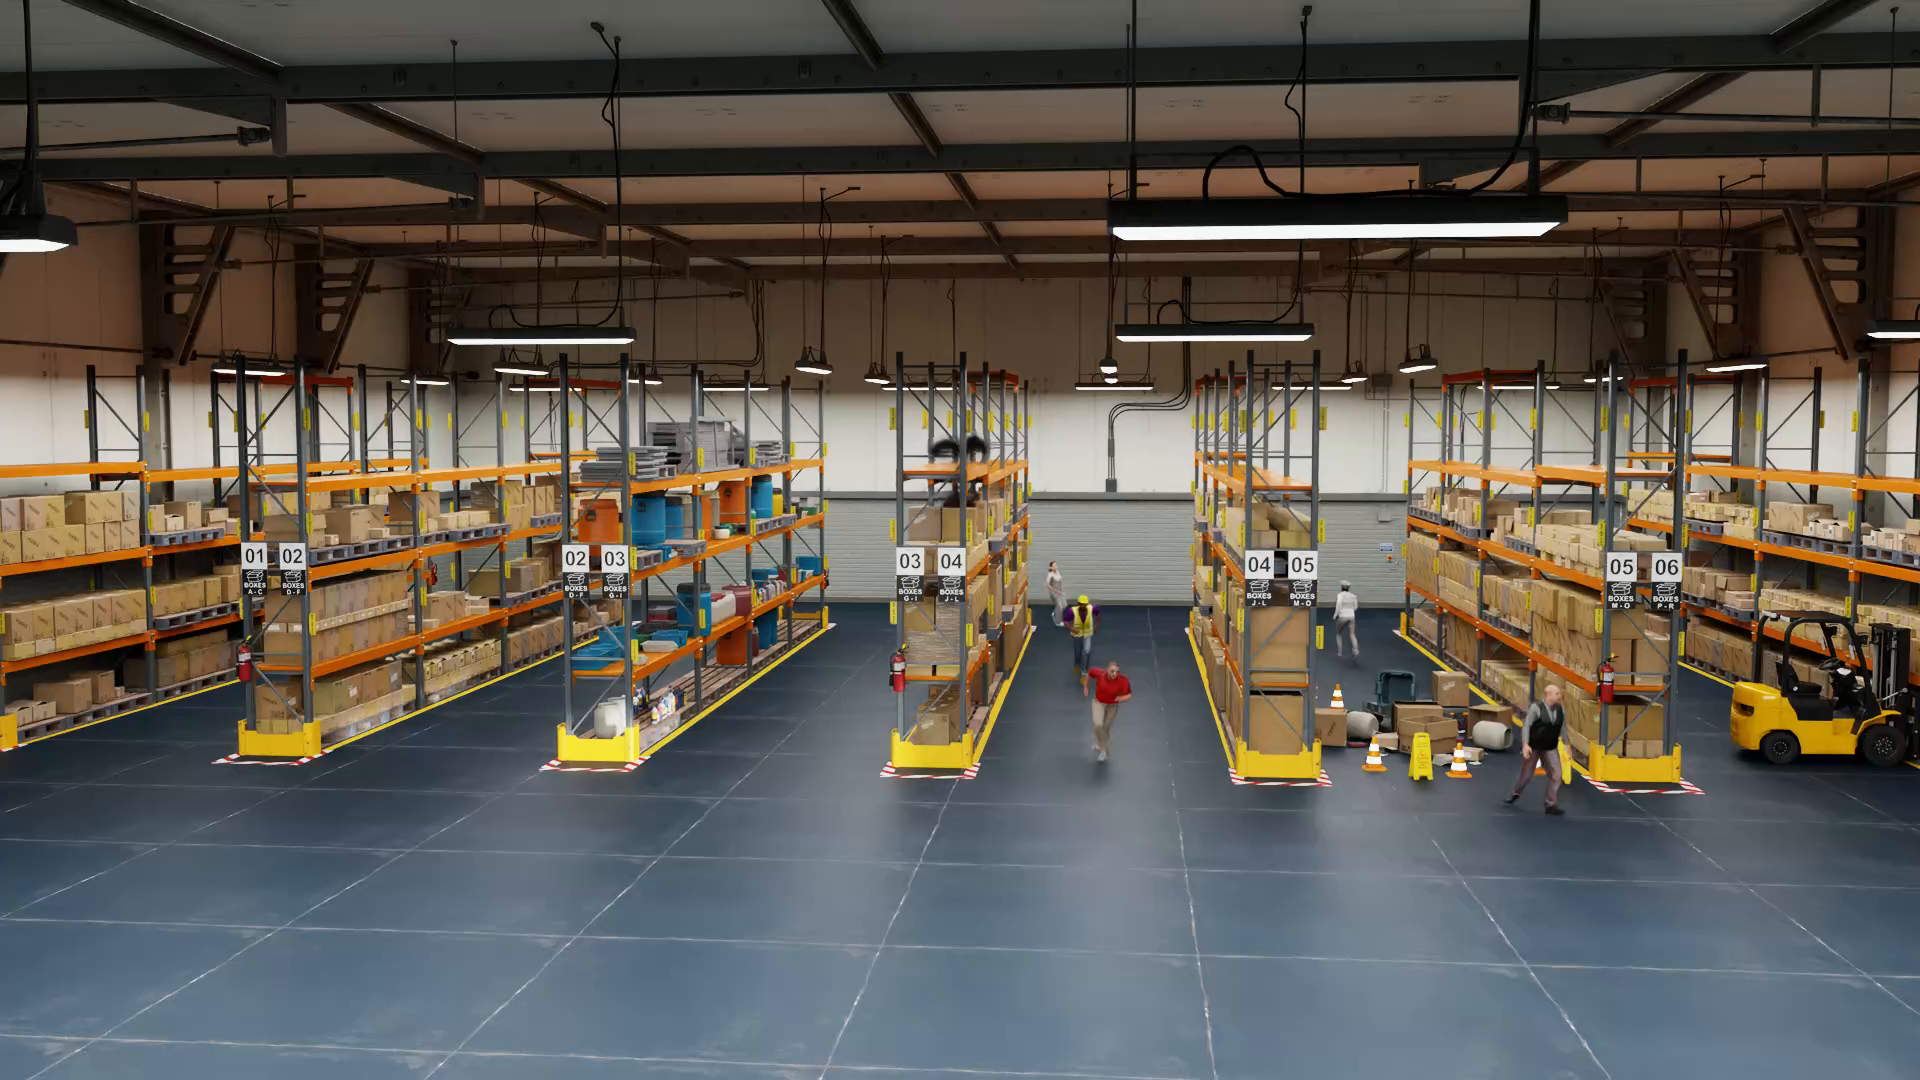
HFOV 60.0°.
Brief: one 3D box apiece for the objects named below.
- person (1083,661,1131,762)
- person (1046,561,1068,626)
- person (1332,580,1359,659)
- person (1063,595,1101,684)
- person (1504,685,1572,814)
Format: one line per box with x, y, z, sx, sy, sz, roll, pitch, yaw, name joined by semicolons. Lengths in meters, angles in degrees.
2.186;2.516;24.811;0.656;1.532;1.175;0;4;-4;person
2.331;1.312;40.588;0.534;1.609;0.615;4;6;45;person
8.119;1.693;34.884;0.610;1.677;0.950;-1;4;-11;person
2.351;1.888;32.245;0.743;1.716;1.046;0;4;-6;person
7.459;2.663;21.402;0.715;1.667;0.833;-1;4;-15;person
